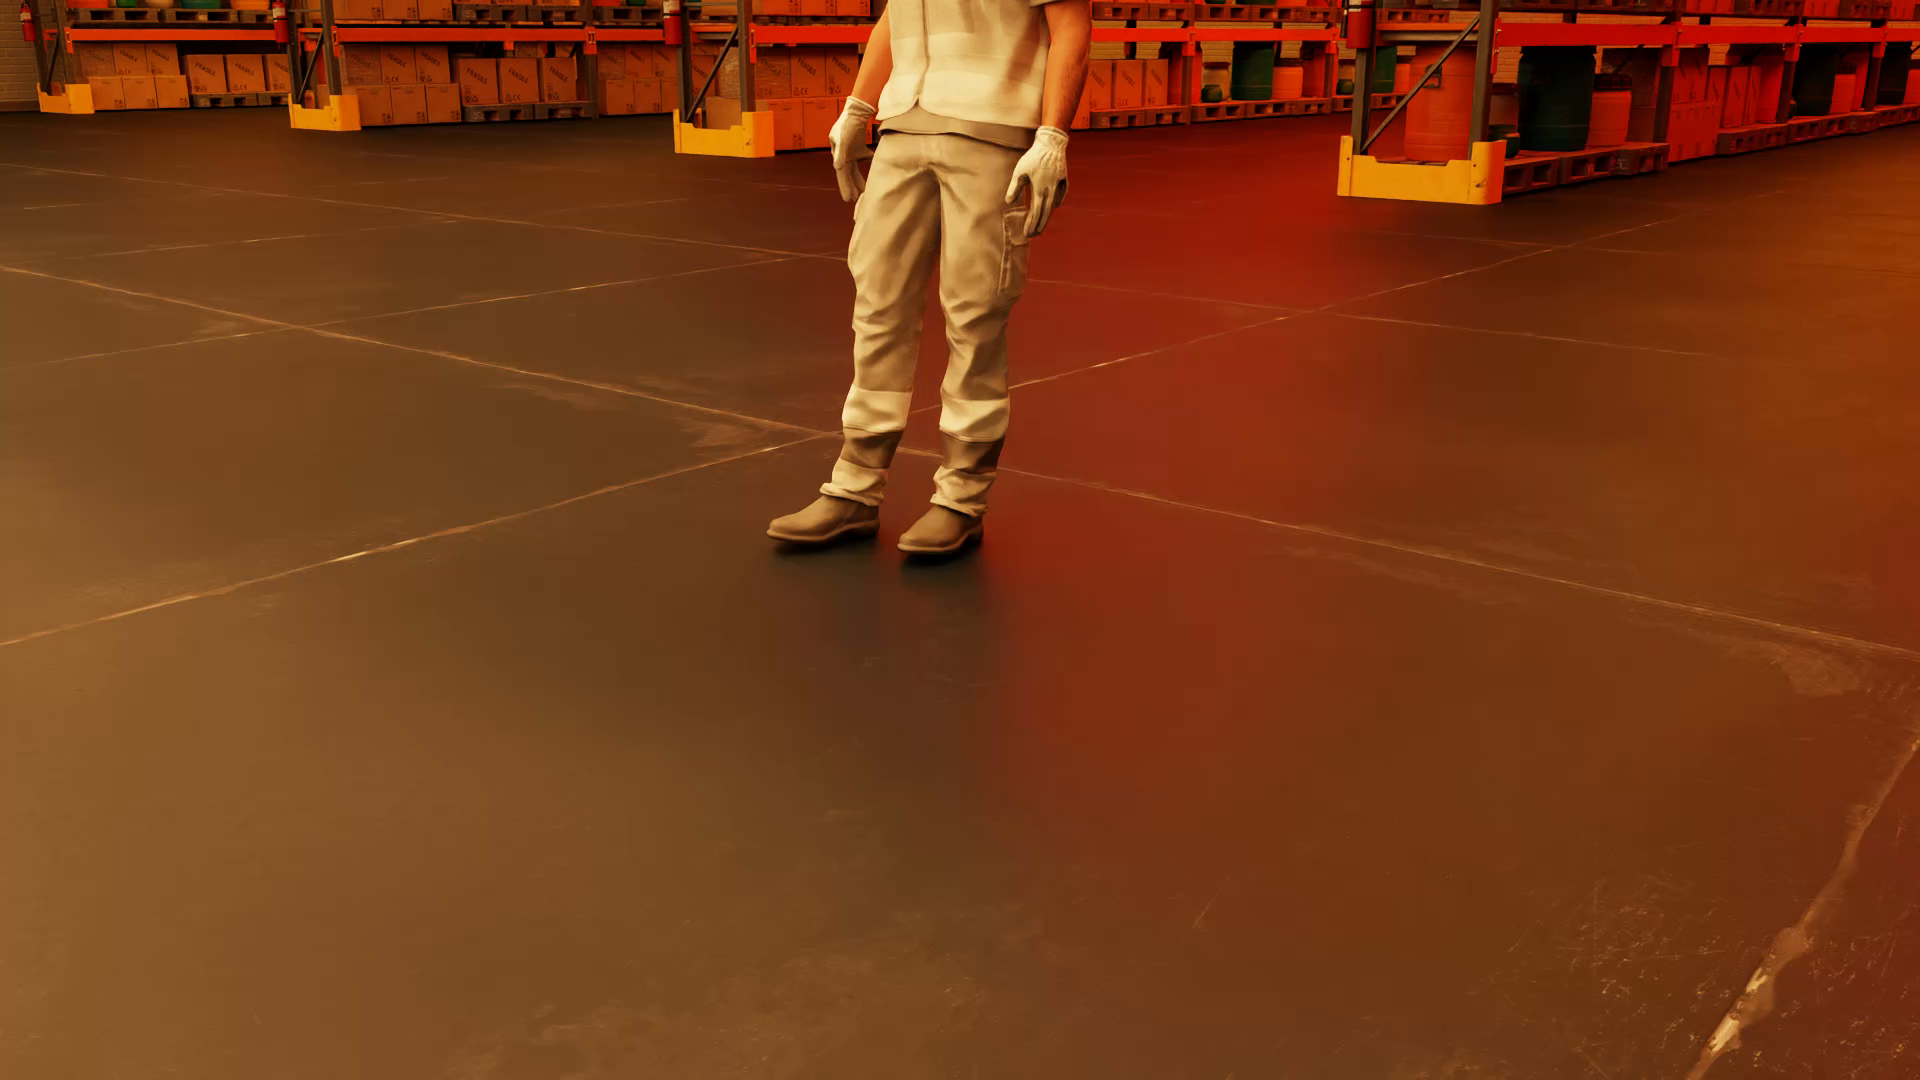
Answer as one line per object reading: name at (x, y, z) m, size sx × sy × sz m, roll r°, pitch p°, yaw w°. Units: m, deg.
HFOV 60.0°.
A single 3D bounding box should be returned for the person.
person at (-0.061, -0.847, 3.628) m, size 0.637 × 1.790 × 0.562 m, roll 13°, pitch 21°, yaw 37°
